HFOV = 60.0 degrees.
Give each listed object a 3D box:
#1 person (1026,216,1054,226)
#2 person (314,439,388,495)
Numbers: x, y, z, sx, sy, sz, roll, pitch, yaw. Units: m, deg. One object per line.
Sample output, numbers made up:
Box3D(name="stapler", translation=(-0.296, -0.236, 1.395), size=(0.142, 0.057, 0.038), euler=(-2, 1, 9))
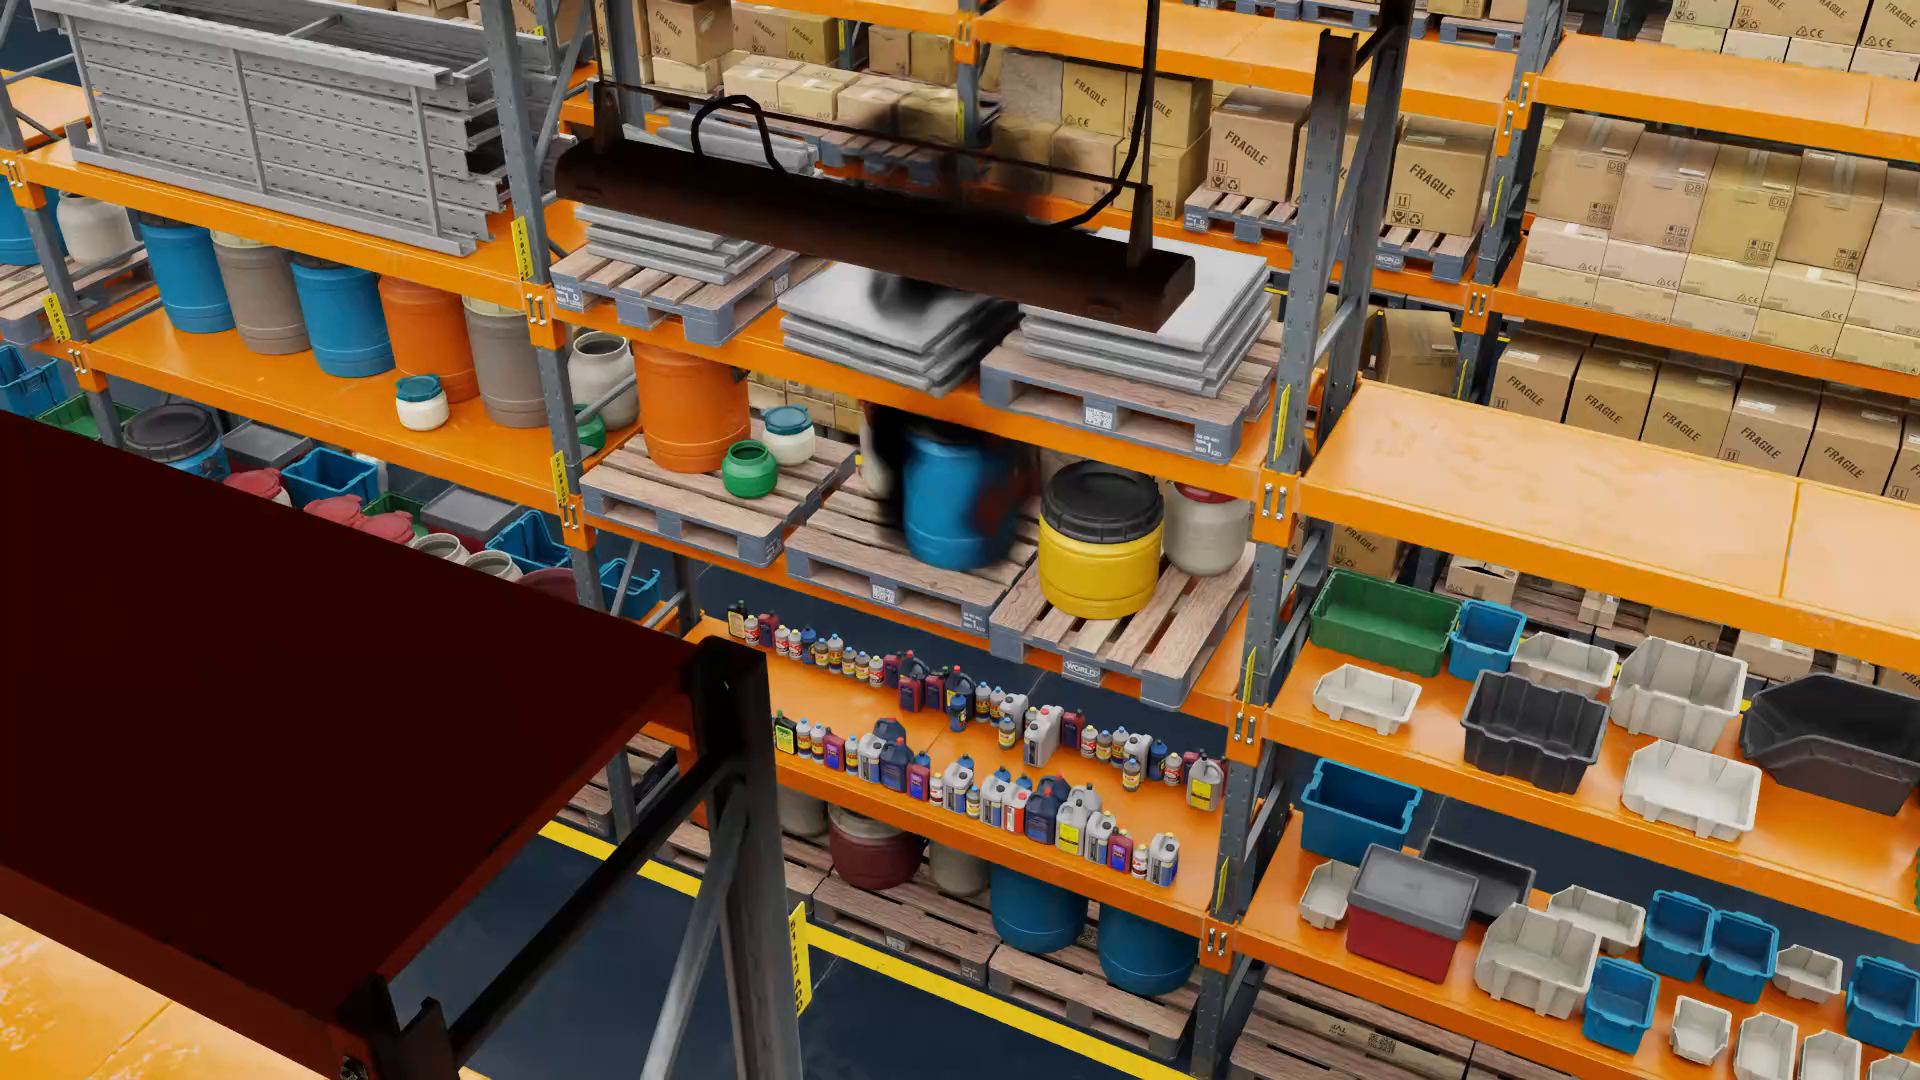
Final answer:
Box3D(name="person", translation=(0.729, -2.283, 15.581), size=(0.941, 1.763, 0.696), euler=(16, 38, 21))
Box3D(name="person", translation=(-4.769, -0.567, 13.230), size=(0.878, 1.706, 0.599), euler=(15, 38, 20))
